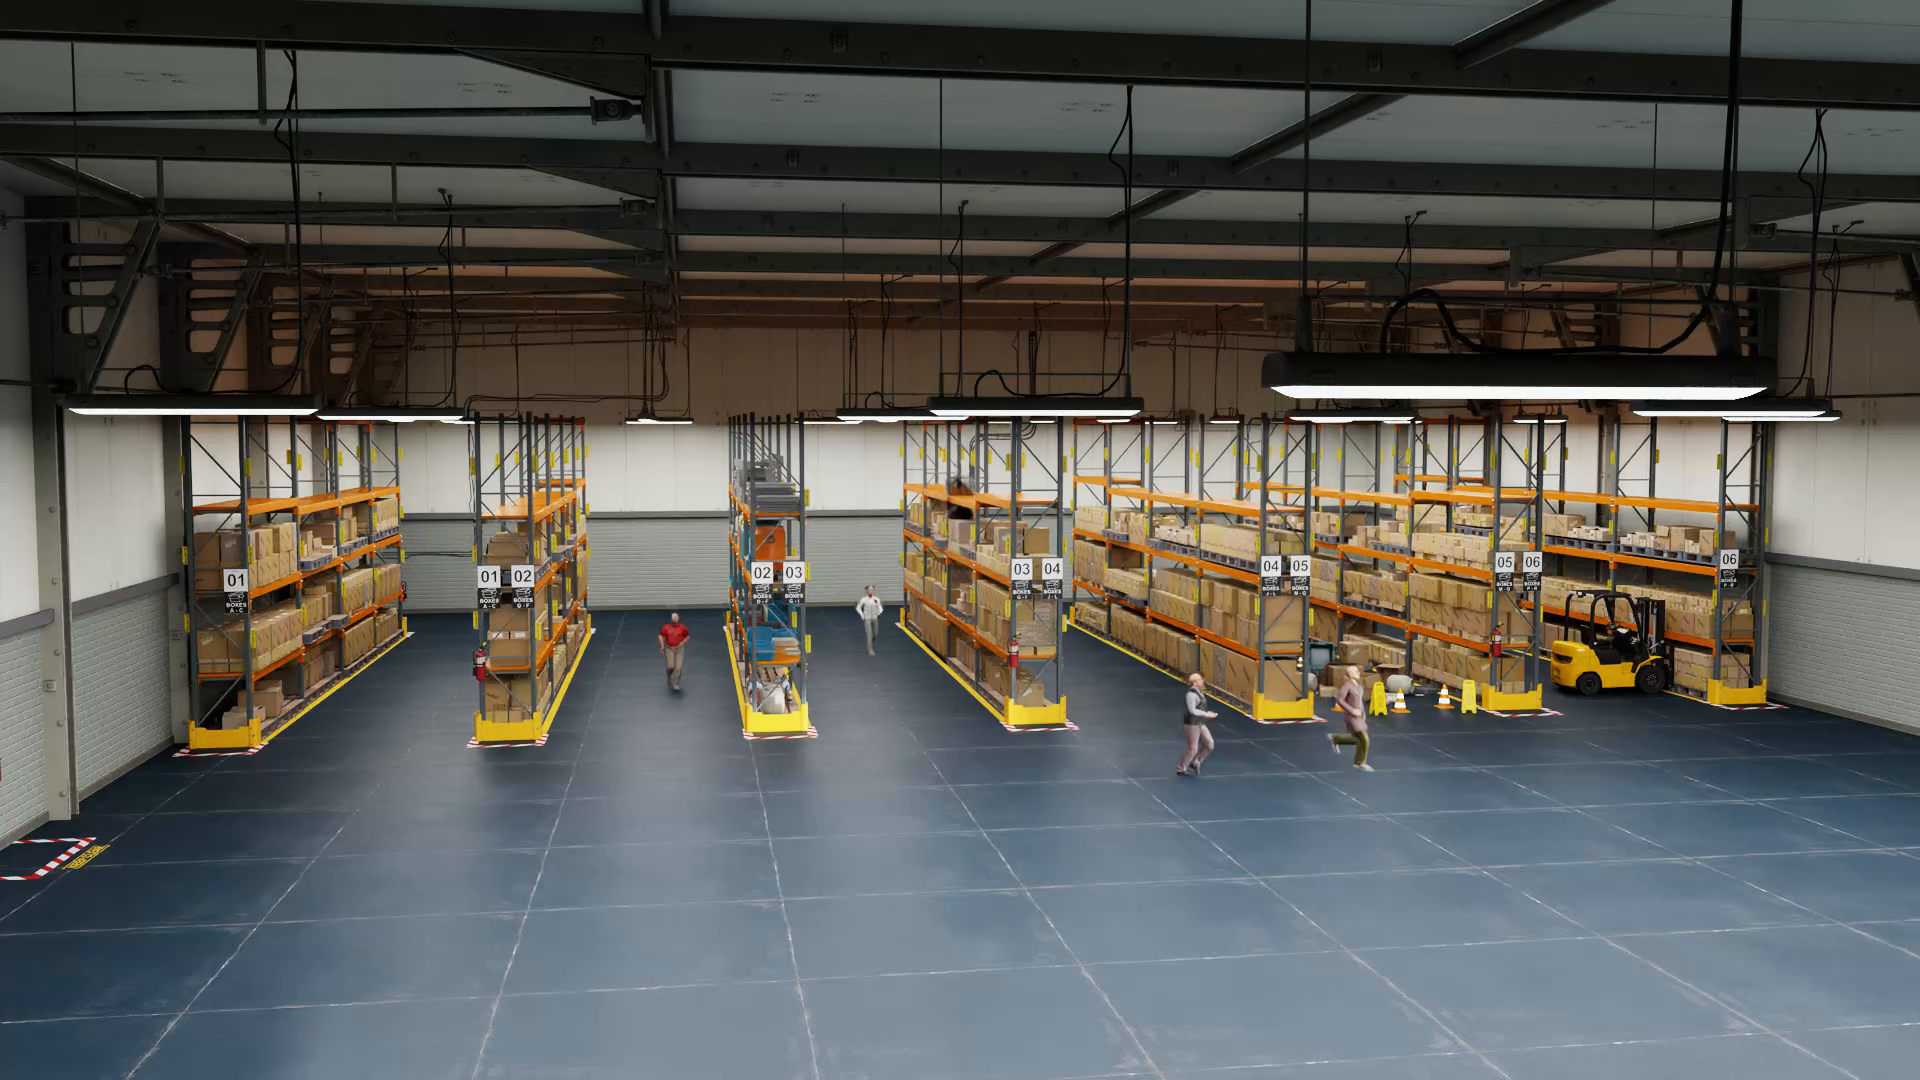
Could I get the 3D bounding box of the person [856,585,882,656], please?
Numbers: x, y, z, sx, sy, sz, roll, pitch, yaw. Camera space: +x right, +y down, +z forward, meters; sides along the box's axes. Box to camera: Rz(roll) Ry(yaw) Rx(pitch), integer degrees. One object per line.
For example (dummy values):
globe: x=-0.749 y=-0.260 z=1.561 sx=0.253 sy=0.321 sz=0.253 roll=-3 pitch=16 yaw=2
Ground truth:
person: x=-2.144 y=1.898 z=39.709 sx=0.623 sy=1.668 sz=0.669 roll=-1 pitch=4 yaw=-17

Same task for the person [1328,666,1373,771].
person: x=6.550 y=2.976 z=27.892 sx=0.824 sy=1.735 sz=0.721 roll=2 pitch=5 yaw=31

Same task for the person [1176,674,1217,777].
person: x=3.867 y=3.040 z=27.060 sx=0.692 sy=1.739 sz=0.685 roll=2 pitch=4 yaw=24

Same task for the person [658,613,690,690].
person: x=-6.187 y=2.424 z=36.107 sx=0.664 sy=1.677 sz=0.590 roll=-1 pitch=4 yaw=-16
